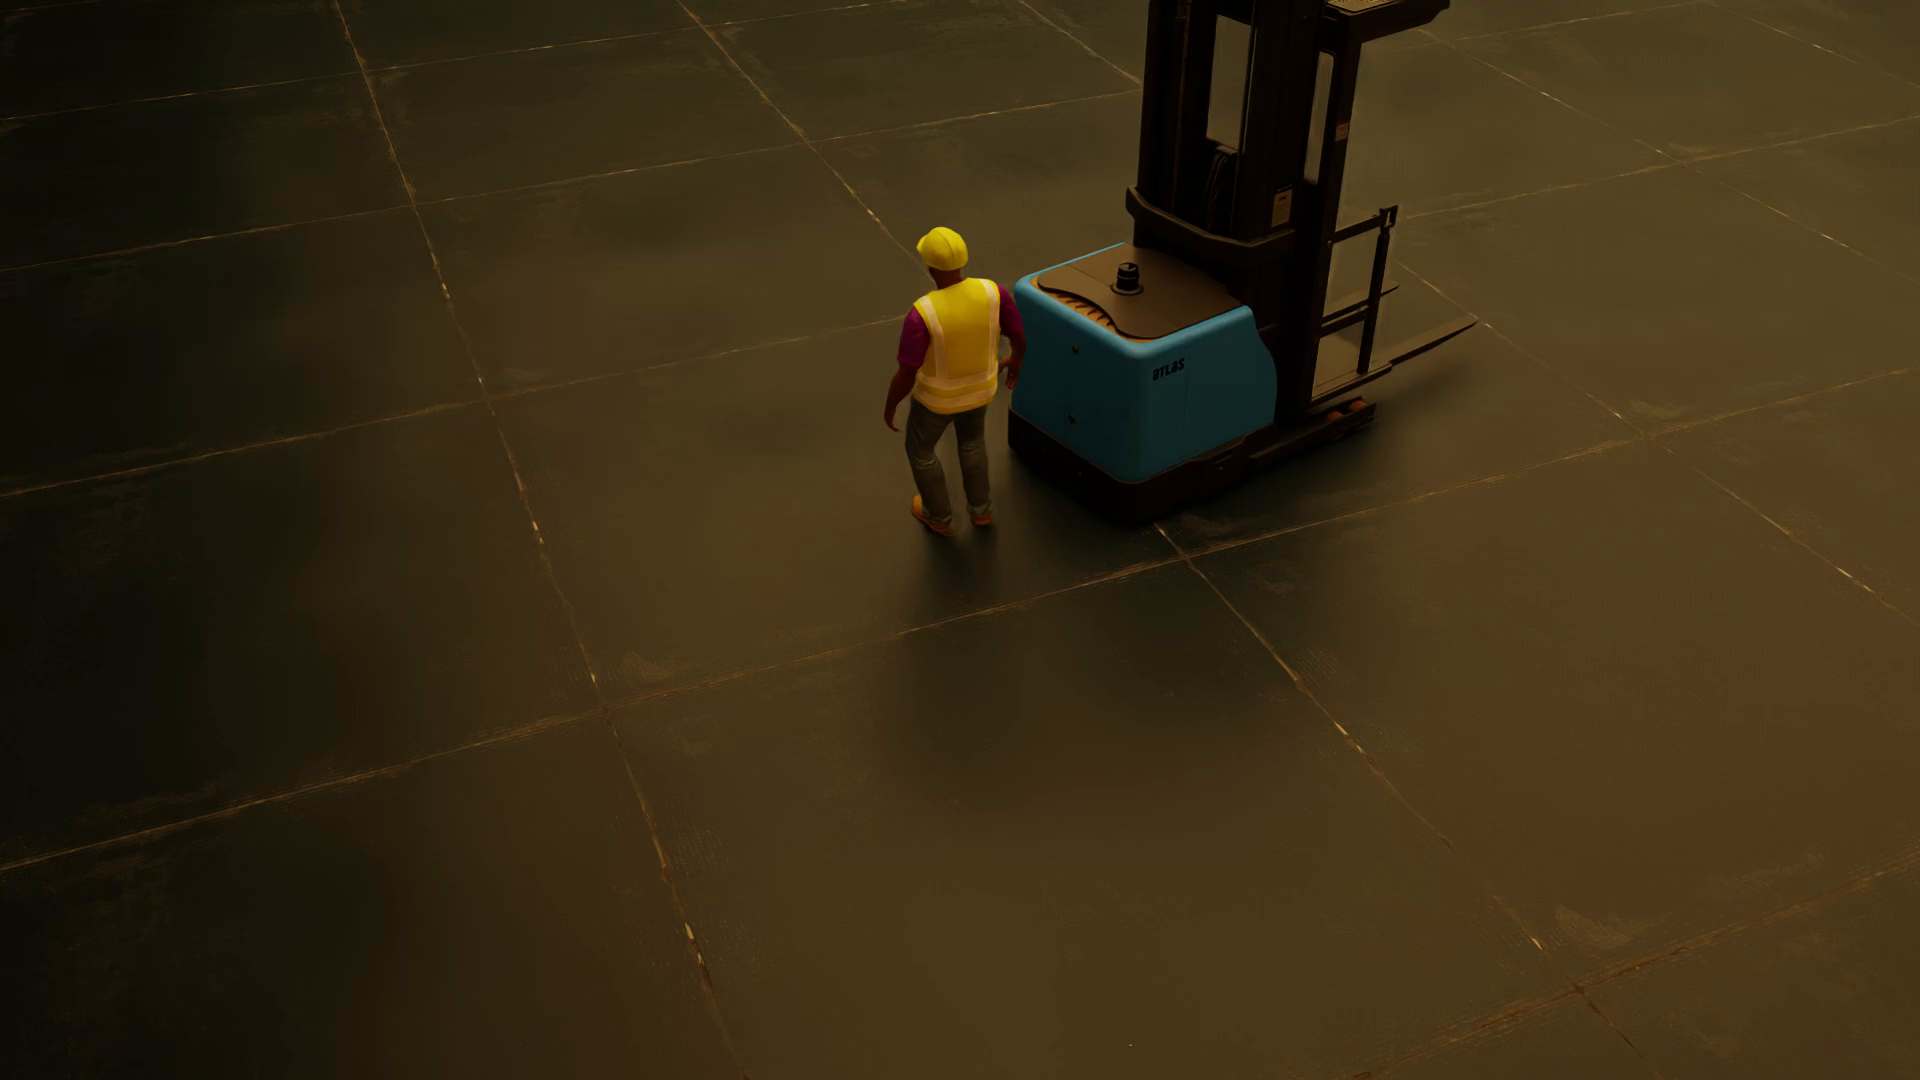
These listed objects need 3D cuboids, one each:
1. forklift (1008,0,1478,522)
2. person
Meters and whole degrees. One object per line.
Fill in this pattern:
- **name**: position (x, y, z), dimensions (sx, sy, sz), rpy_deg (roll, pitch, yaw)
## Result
- **forklift**: position (1.747, -1.977, 8.878), dimensions (3.031, 2.935, 1.130), rpy_deg (-24, 42, -30)
- **person**: position (-0.055, -0.774, 8.235), dimensions (0.770, 1.743, 0.520), rpy_deg (-16, 39, -22)
